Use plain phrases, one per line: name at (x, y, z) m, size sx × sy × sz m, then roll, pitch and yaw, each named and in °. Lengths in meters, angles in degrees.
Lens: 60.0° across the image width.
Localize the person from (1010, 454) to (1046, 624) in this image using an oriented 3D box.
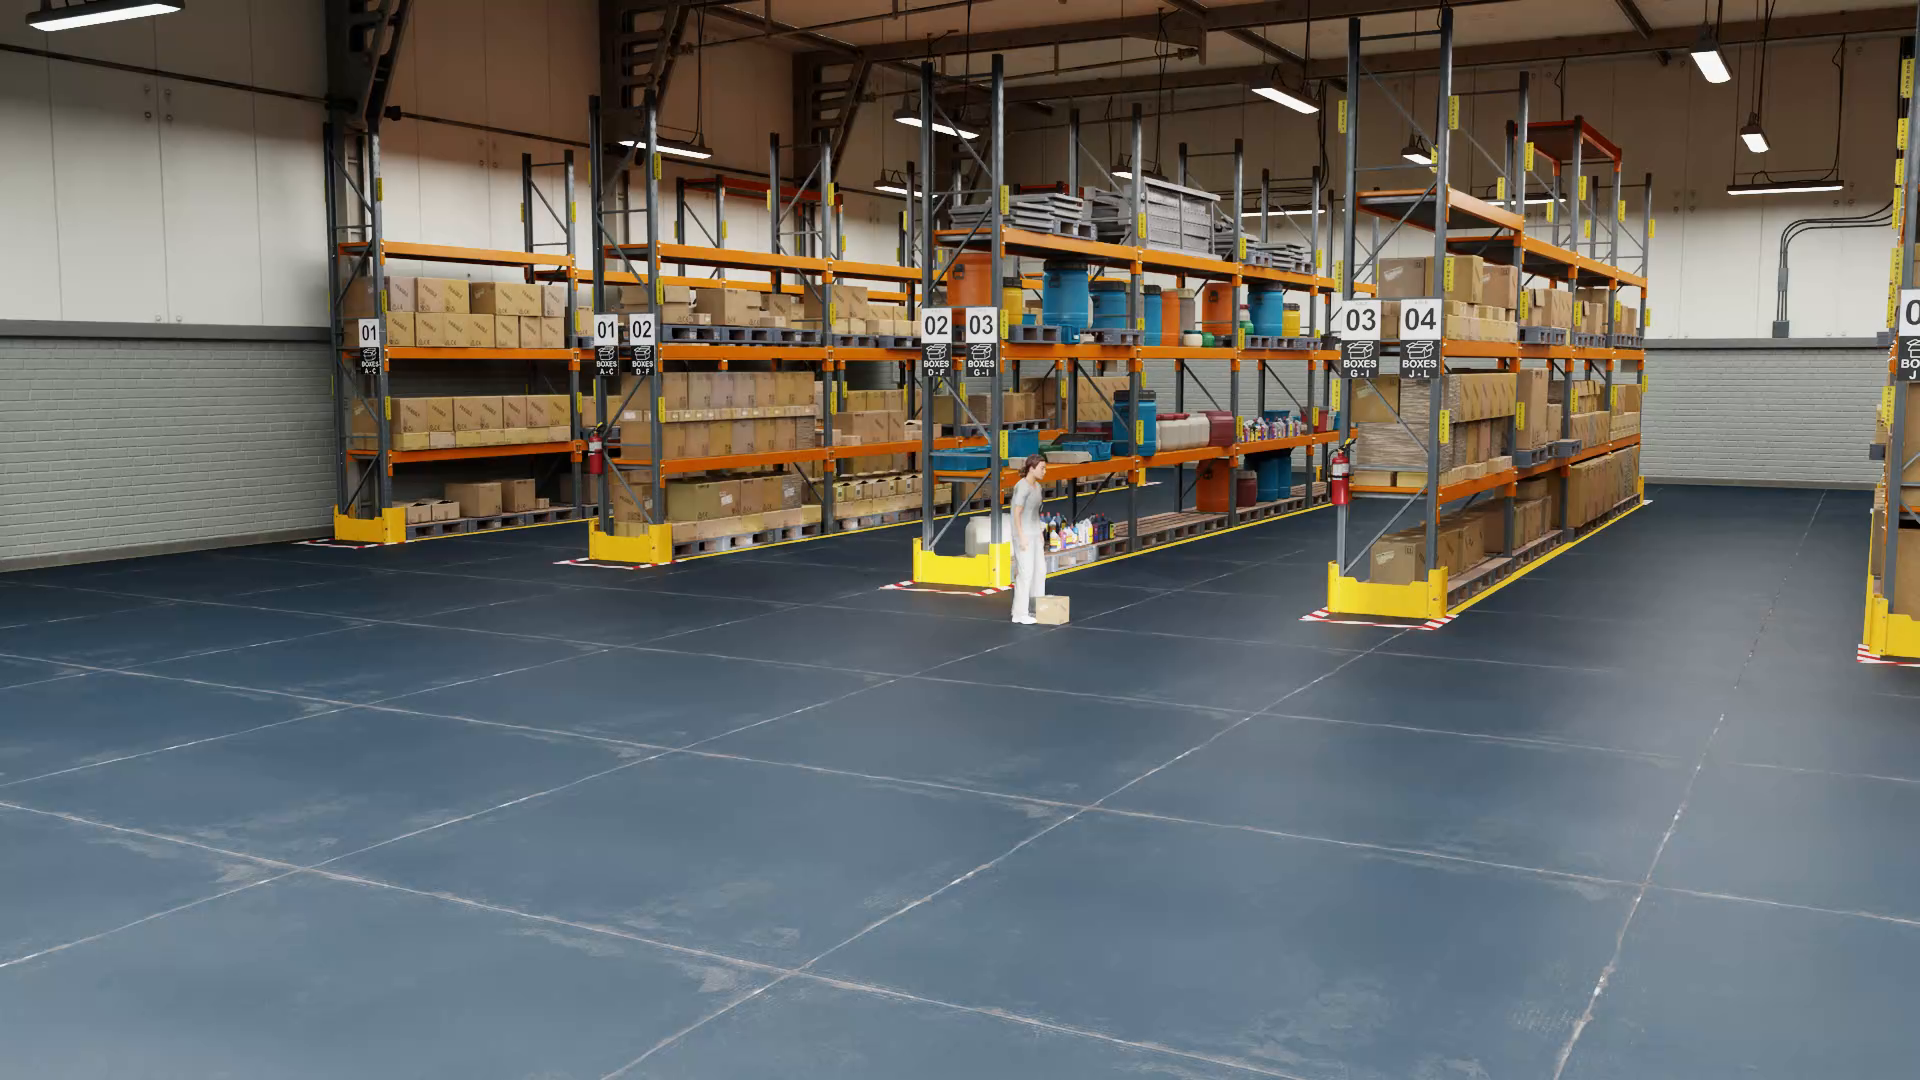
person at (0.717, -0.023, 16.550) m, size 0.413 × 1.672 × 0.487 m, roll 3°, pitch 7°, yaw 27°
